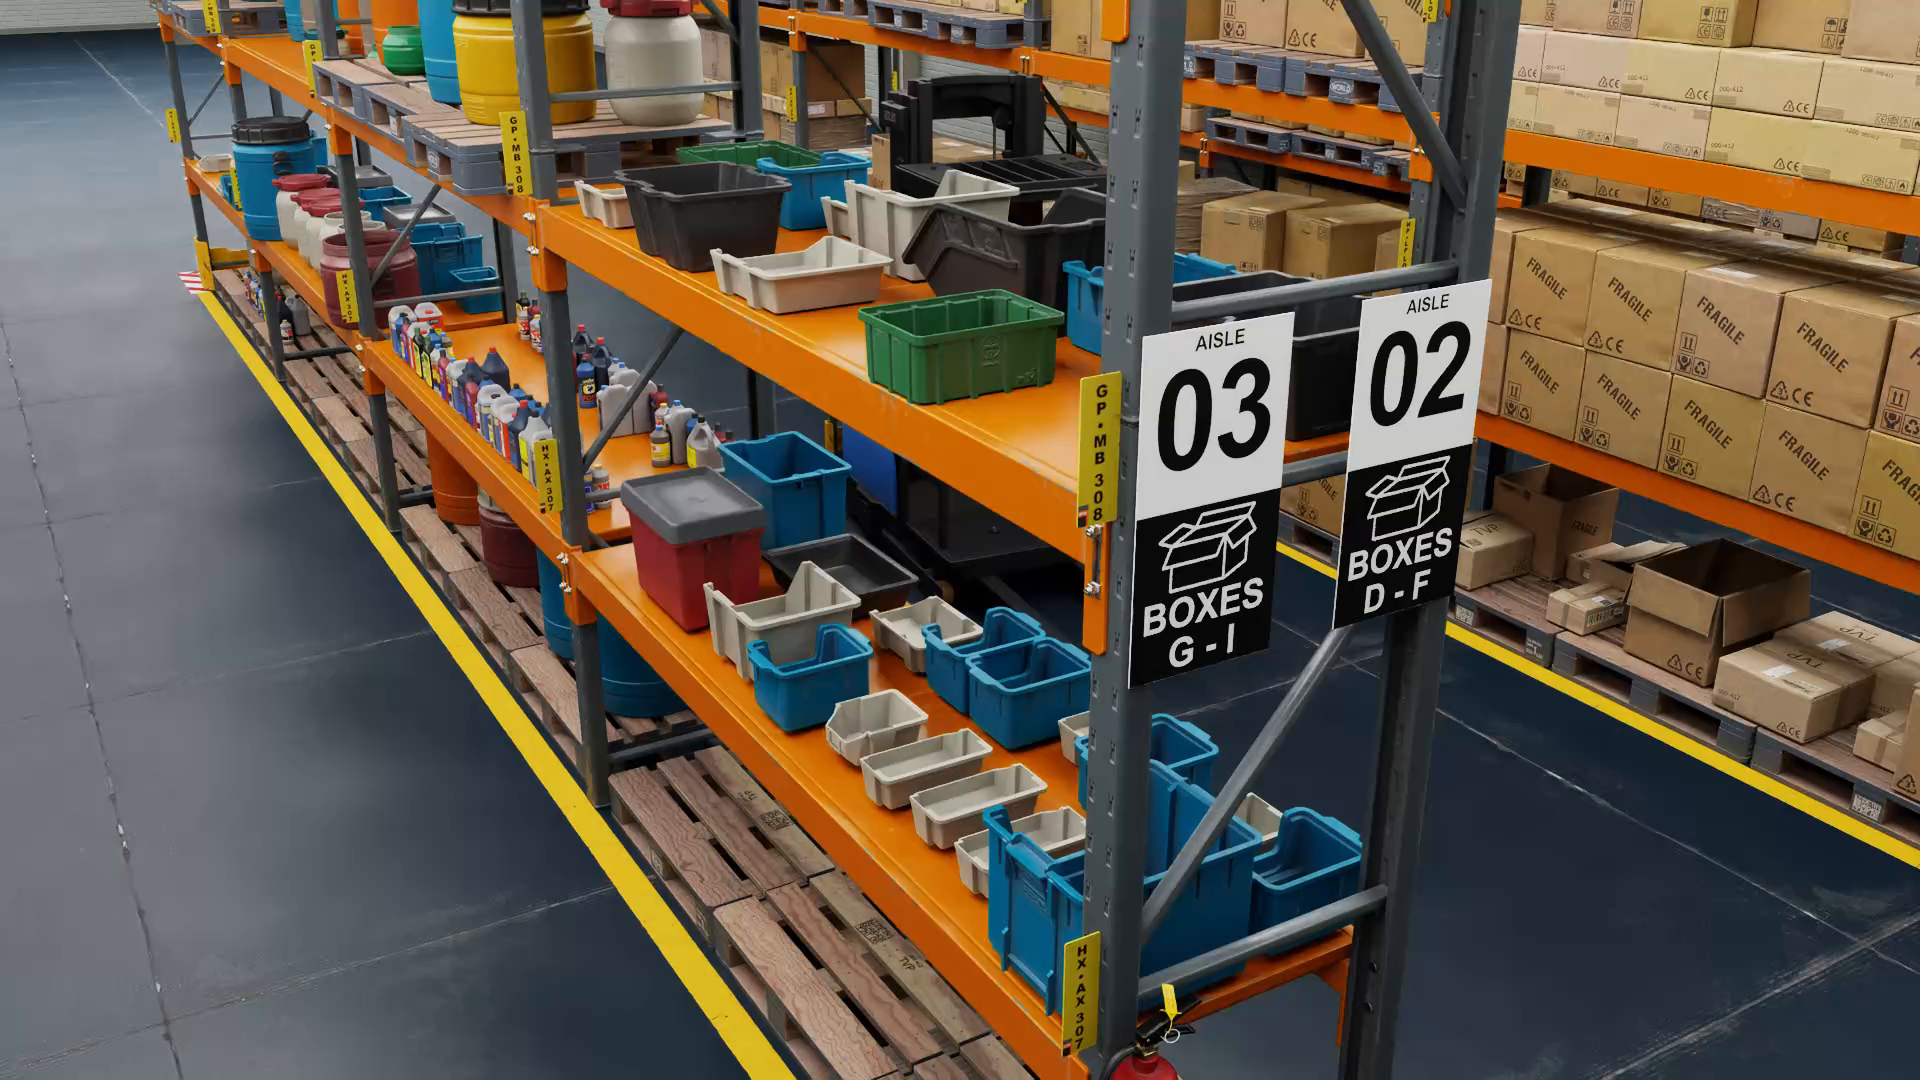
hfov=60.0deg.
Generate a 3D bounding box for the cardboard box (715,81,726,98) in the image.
[{"bbox_3d":[-2.361,-4.766,17.559,0.380,0.149,0.250,-12,25,-28],"label":"cardboard box"}]

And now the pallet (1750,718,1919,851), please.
[{"bbox_3d":[4.565,1.104,7.816,1.003,0.211,1.213,-13,25,-28],"label":"pallet"}]

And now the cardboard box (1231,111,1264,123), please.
[{"bbox_3d":[3.370,-4.823,17.977,0.700,0.500,0.500,-13,25,-28],"label":"cardboard box"}]

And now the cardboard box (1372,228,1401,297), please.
[{"bbox_3d":[2.919,-1.638,10.167,0.500,0.500,0.700,17,28,36],"label":"cardboard box"}]

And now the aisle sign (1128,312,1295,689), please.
[{"bbox_3d":[0.537,-0.079,3.570,0.394,0.787,0.004,-13,25,-28],"label":"aisle sign"}]

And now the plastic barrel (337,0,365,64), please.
[{"bbox_3d":[-3.902,-3.652,11.258,0.600,0.830,0.708,-13,25,-28],"label":"plastic barrel"}]

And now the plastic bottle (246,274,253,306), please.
[{"bbox_3d":[-6.663,-2.355,15.646,0.061,0.283,0.133,-12,25,-27],"label":"plastic bottle"}]

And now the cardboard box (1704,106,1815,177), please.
[{"bbox_3d":[3.769,-1.830,7.545,0.500,0.250,0.500,-13,25,-28],"label":"cardboard box"}]

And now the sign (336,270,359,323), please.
[{"bbox_3d":[-3.804,-1.511,10.330,0.100,0.325,0.005,-13,25,-28],"label":"sign"}]

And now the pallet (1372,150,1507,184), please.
[{"bbox_3d":[4.727,-3.571,15.868,1.213,0.211,1.003,-13,25,-28],"label":"pallet"}]

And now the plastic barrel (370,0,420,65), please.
[{"bbox_3d":[-3.047,-3.143,9.448,0.600,0.830,0.708,-13,25,-28],"label":"plastic barrel"}]

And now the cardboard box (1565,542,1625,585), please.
[{"bbox_3d":[3.747,0.156,9.646,0.380,0.149,0.250,-13,25,-28],"label":"cardboard box"}]

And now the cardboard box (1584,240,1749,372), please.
[{"bbox_3d":[3.494,-1.170,8.246,0.500,0.500,0.500,-13,26,-30],"label":"cardboard box"}]

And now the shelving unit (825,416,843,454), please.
[{"bbox_3d":[-0.524,-1.206,11.786,0.587,1.500,1.083,-9,24,-22],"label":"shelving unit"}]

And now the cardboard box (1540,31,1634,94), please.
[{"bbox_3d":[3.261,-2.386,8.249,0.500,0.250,0.500,-13,25,-28],"label":"cardboard box"}]

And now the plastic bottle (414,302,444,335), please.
[{"bbox_3d":[-3.261,-1.313,10.224,0.152,0.276,0.135,-13,25,-28],"label":"plastic bottle"}]

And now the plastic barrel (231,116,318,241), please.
[{"bbox_3d":[-5.441,-2.888,13.267,0.600,0.901,0.708,-13,25,-28],"label":"plastic barrel"}]

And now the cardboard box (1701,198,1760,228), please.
[{"bbox_3d":[6.255,-2.776,13.104,0.500,0.500,0.500,-13,25,-28],"label":"cardboard box"}]

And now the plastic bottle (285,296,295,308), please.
[{"bbox_3d":[-5.938,-2.033,14.861,0.152,0.276,0.135,-13,25,-28],"label":"plastic bottle"}]

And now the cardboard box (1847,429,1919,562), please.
[{"bbox_3d":[4.281,-0.212,7.217,0.500,0.500,0.500,-12,25,-28],"label":"cardboard box"}]

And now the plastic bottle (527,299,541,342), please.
[{"bbox_3d":[-2.643,-1.366,10.344,0.061,0.283,0.133,-13,25,-28],"label":"plastic bottle"}]

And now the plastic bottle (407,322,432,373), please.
[{"bbox_3d":[-3.155,-1.134,9.784,0.152,0.276,0.135,-13,25,-28],"label":"plastic bottle"}]

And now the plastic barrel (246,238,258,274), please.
[{"bbox_3d":[-7.019,-2.977,16.899,0.421,0.512,0.421,0,22,0],"label":"plastic barrel"}]

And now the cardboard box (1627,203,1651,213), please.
[{"bbox_3d":[5.833,-2.780,13.975,0.380,0.149,0.250,-12,25,-27],"label":"cardboard box"}]

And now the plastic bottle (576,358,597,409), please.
[{"bbox_3d":[-2.051,-0.865,9.128,0.097,0.271,0.097,0,22,0],"label":"plastic bottle"}]

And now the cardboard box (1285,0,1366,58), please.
[{"bbox_3d":[2.414,-3.267,10.058,0.600,0.600,0.600,-13,25,-29],"label":"cardboard box"}]

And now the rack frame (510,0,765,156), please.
[{"bbox_3d":[-1.291,-3.028,6.311,1.000,3.000,0.127,-13,25,-28],"label":"rack frame"}]

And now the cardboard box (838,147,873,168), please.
[{"bbox_3d":[-0.829,-3.570,15.810,0.500,0.250,0.500,-11,25,-25],"label":"cardboard box"}]

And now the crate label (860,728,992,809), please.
[{"bbox_3d":[-0.119,0.729,5.305,0.396,0.136,0.243,-13,25,-28],"label":"crate label"}]

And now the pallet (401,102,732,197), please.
[{"bbox_3d":[-1.776,-1.786,7.489,1.213,0.211,1.003,-13,25,-28],"label":"pallet"}]

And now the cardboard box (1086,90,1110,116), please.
[{"bbox_3d":[1.861,-5.264,19.952,0.500,0.250,0.500,-12,25,-28],"label":"cardboard box"}]

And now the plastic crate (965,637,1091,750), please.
[{"bbox_3d":[0.236,0.526,5.676,0.416,0.233,0.300,-13,25,-28],"label":"plastic crate"}]

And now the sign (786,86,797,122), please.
[{"bbox_3d":[-1.594,-4.121,15.711,0.100,0.325,0.005,-13,25,-28],"label":"sign"}]

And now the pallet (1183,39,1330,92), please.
[{"bbox_3d":[2.164,-3.063,10.629,1.213,0.211,1.003,-13,25,-28],"label":"pallet"}]

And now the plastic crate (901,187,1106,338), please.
[{"bbox_3d":[0.208,-0.863,5.049,0.504,0.338,0.767,-13,25,-28],"label":"plastic crate"}]

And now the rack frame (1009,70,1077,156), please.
[{"bbox_3d":[1.096,-6.039,21.686,1.000,3.000,0.127,-13,25,-28],"label":"rack frame"}]

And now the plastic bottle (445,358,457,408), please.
[{"bbox_3d":[-2.766,-0.865,9.128,0.097,0.271,0.097,0,22,0],"label":"plastic bottle"}]

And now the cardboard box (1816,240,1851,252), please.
[{"bbox_3d":[6.660,-2.180,12.497,0.380,0.149,0.250,-12,25,-27],"label":"cardboard box"}]

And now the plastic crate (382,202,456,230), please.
[{"bbox_3d":[-3.897,-2.156,12.046,0.402,0.464,0.583,-13,25,-28],"label":"plastic crate"}]

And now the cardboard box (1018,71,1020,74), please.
[{"bbox_3d":[1.081,-6.114,21.047,0.500,0.500,0.500,-13,25,-28],"label":"cardboard box"}]

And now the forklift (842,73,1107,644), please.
[{"bbox_3d":[0.249,-1.142,9.728,1.130,2.935,3.031,-9,24,-22],"label":"forklift"}]

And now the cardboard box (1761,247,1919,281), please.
[{"bbox_3d":[4.227,-1.105,8.085,0.500,0.500,0.500,-13,25,-29],"label":"cardboard box"}]

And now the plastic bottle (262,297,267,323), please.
[{"bbox_3d":[-6.218,-2.135,15.014,0.144,0.351,0.185,-13,25,-29],"label":"plastic bottle"}]

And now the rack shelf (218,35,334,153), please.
[{"bbox_3d":[-4.356,-3.248,11.790,1.077,0.370,4.000,-13,25,-28],"label":"rack shelf"}]

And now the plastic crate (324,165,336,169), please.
[{"bbox_3d":[-5.829,-3.234,15.067,0.450,0.188,0.662,-13,25,-28],"label":"plastic crate"}]

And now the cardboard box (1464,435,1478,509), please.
[{"bbox_3d":[2.931,-0.450,10.670,0.500,0.500,0.500,-14,26,-31],"label":"cardboard box"}]

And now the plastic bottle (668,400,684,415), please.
[{"bbox_3d":[-1.423,-0.574,8.411,0.097,0.271,0.097,0,22,0],"label":"plastic bottle"}]

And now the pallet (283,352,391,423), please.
[{"bbox_3d":[-4.943,-1.300,13.730,1.003,0.211,1.213,-13,25,-28],"label":"pallet"}]

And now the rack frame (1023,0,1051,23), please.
[{"bbox_3d":[0.926,-5.275,11.838,1.000,3.000,0.127,-13,25,-28],"label":"rack frame"}]

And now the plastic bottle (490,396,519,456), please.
[{"bbox_3d":[-2.284,-0.582,8.425,0.152,0.276,0.135,-13,25,-28],"label":"plastic bottle"}]

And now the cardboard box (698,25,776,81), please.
[{"bbox_3d":[-2.375,-5.230,17.838,0.700,0.500,0.500,-12,25,-28],"label":"cardboard box"}]

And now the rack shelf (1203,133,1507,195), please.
[{"bbox_3d":[4.161,-3.764,17.043,1.077,0.370,4.000,-13,25,-28],"label":"rack shelf"}]

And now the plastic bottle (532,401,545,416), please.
[{"bbox_3d":[-2.117,-0.566,8.392,0.097,0.271,0.097,0,22,0],"label":"plastic bottle"}]

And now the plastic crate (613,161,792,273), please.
[{"bbox_3d":[-0.893,-1.123,5.781,0.497,0.269,0.590,-13,25,-28],"label":"plastic crate"}]
